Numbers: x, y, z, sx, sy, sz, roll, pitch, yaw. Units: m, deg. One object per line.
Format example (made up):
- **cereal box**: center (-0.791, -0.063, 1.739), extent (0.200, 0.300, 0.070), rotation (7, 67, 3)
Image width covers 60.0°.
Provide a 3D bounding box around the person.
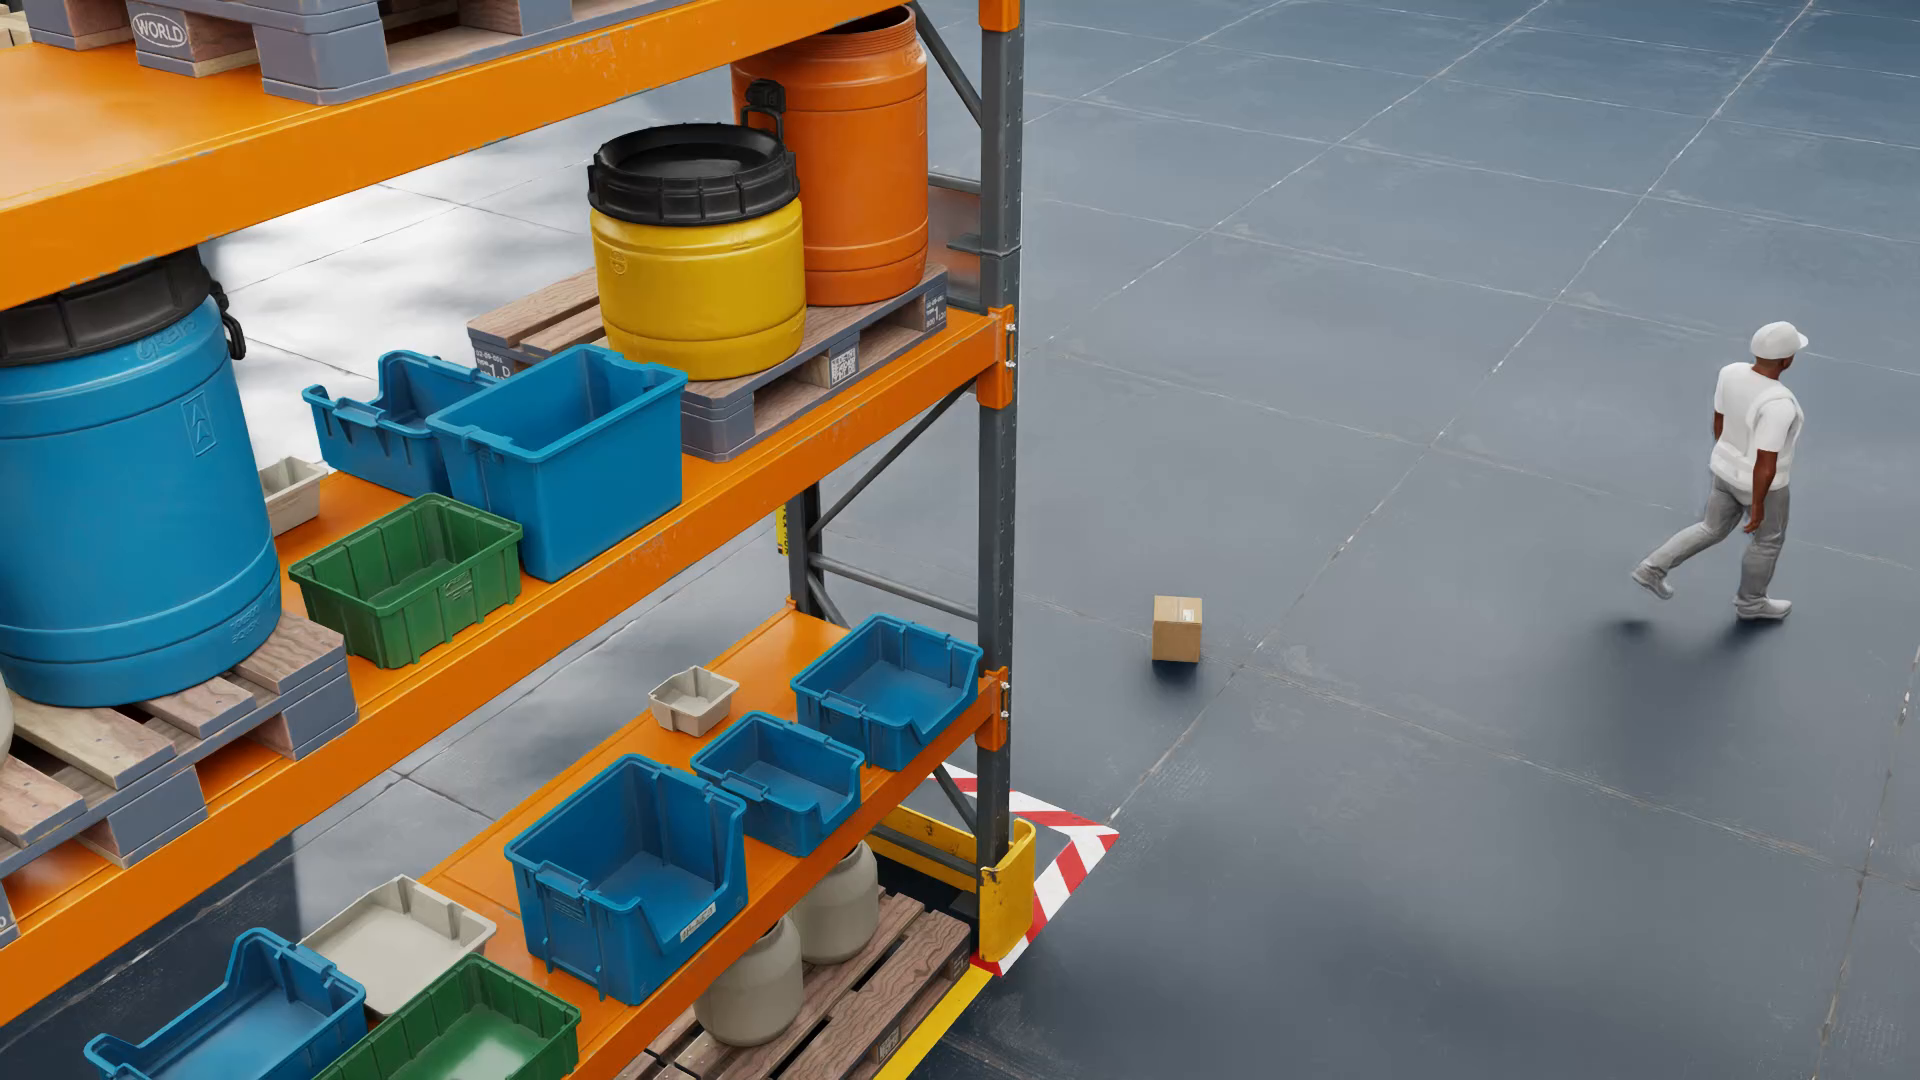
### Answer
- **person**: center (4.123, -0.350, 8.760), extent (0.898, 1.738, 0.579), rotation (-6, 31, -10)
